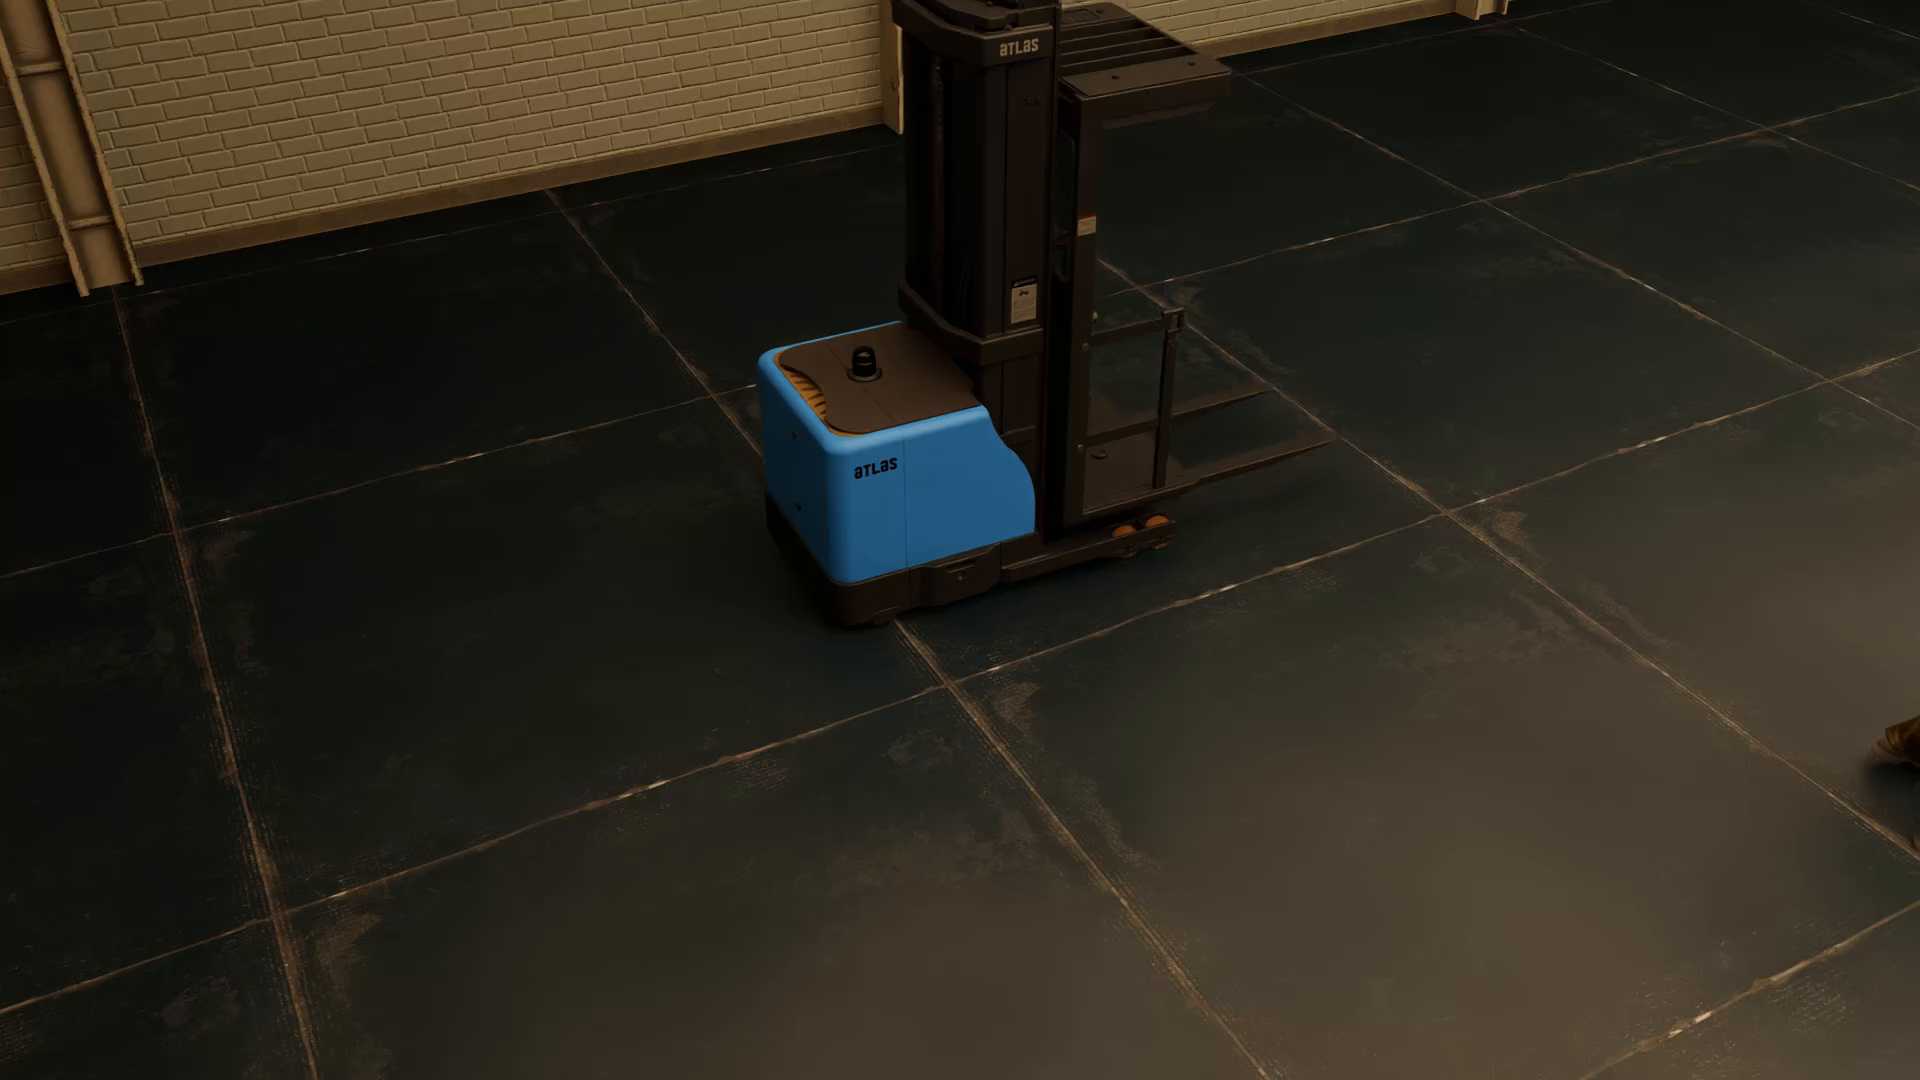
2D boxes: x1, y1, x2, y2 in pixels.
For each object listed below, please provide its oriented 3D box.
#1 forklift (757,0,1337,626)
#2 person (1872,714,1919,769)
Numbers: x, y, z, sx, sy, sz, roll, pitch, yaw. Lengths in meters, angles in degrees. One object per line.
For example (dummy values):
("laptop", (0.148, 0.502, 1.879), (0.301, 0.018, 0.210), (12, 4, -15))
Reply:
("forklift", (0.550, -1.363, 8.051), (3.031, 2.935, 1.130), (-16, 38, -21))
("person", (4.200, 0.565, 6.555), (0.531, 1.689, 1.069), (4, 35, 5))
